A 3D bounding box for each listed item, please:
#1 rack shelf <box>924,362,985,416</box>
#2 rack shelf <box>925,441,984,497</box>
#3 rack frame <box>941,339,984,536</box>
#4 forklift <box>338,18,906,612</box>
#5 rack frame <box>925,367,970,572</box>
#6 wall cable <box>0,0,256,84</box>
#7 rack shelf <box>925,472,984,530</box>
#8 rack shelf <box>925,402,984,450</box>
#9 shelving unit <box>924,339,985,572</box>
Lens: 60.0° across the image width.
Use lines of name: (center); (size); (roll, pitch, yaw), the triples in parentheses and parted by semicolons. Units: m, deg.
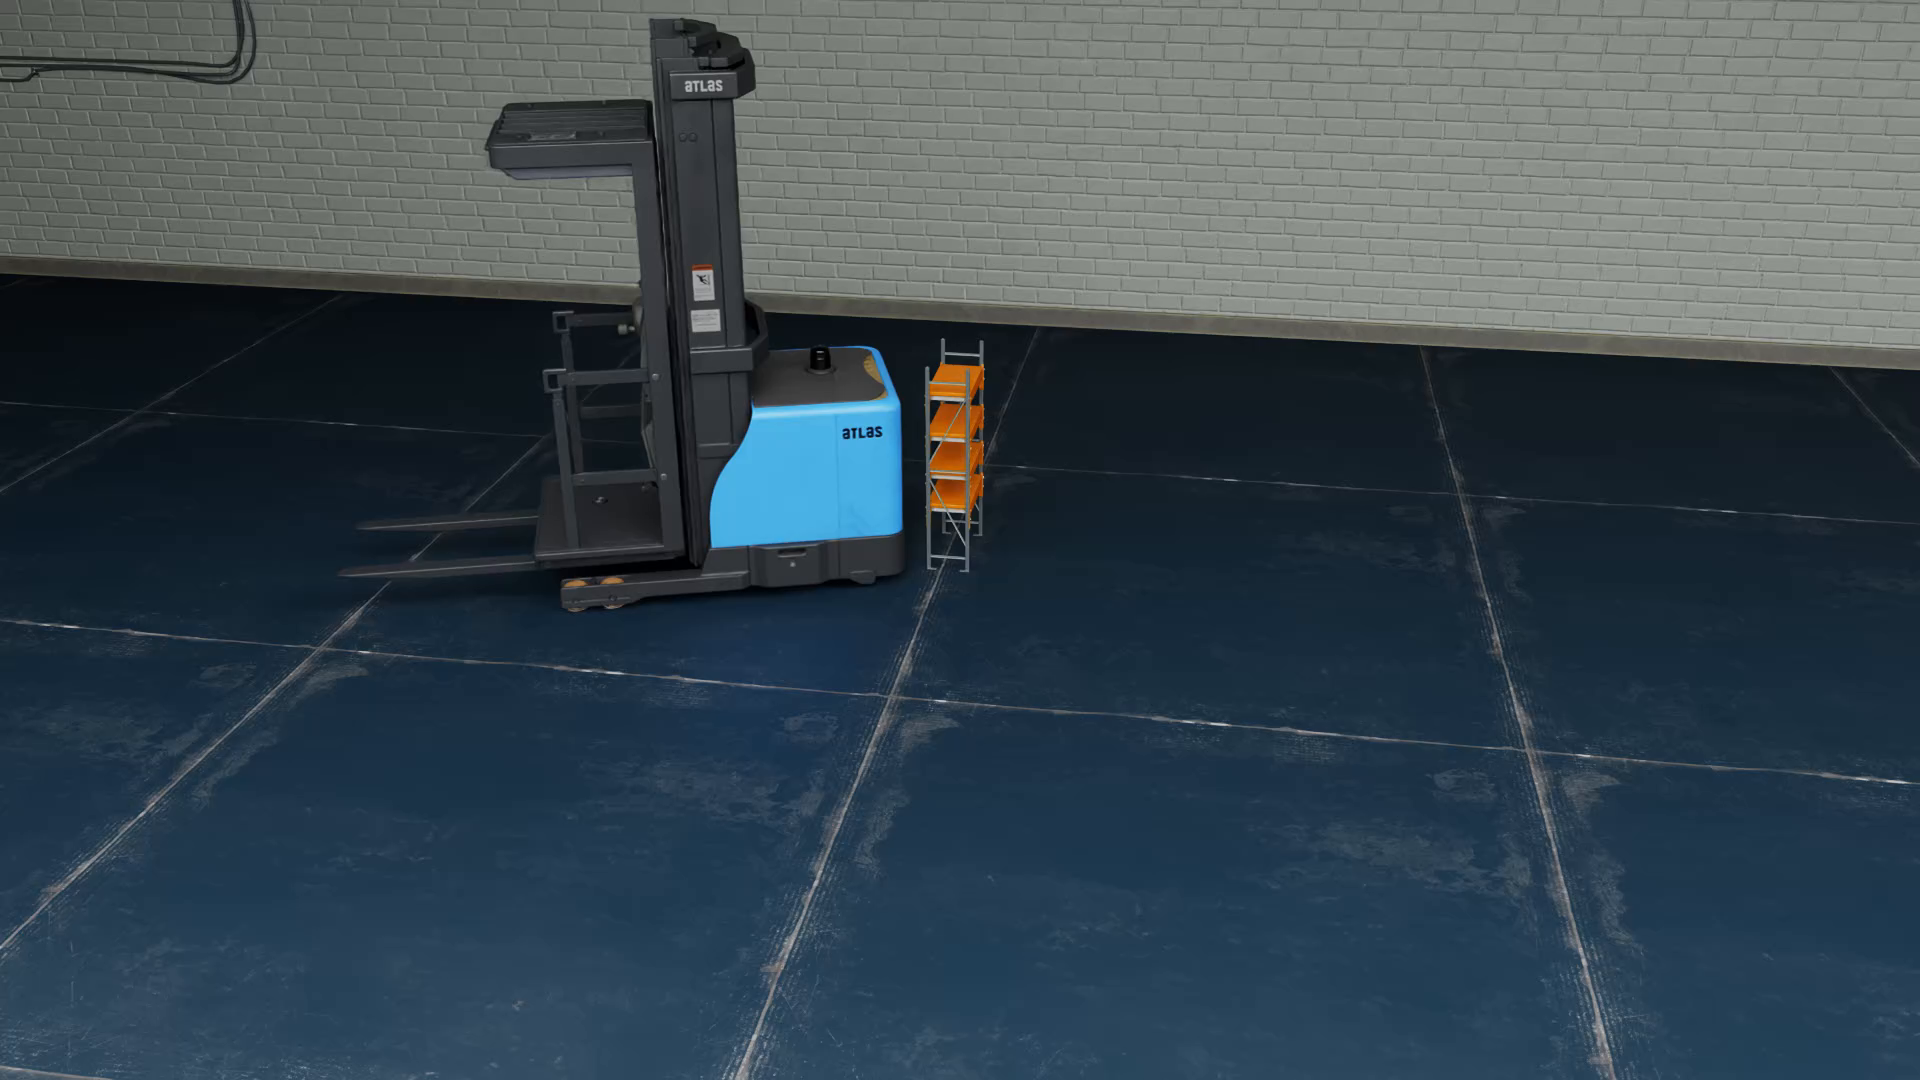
rack shelf: (-0.027, -0.830, 9.181); (0.258, 0.148, 0.480); (4, 25, 9)
rack shelf: (-0.027, -0.413, 9.376); (0.258, 0.148, 0.480); (4, 25, 9)
rack frame: (0.013, -0.576, 9.566); (0.240, 1.200, 0.015); (4, 25, 9)
forklift: (-1.867, -1.185, 8.824); (3.031, 2.935, 1.130); (-4, 25, -9)
rack frame: (-0.067, -0.372, 9.130); (0.240, 1.200, 0.015); (4, 25, 9)
wall cable: (-7.254, -4.945, 13.362); (3.097, 2.526, 0.112); (4, 25, 9)
rack shelf: (-0.027, -0.233, 9.460); (0.258, 0.148, 0.480); (4, 25, 9)
rack shelf: (-0.027, -0.616, 9.281); (0.258, 0.148, 0.480); (4, 25, 9)
shelving unit: (-0.027, -0.474, 9.348); (0.258, 1.200, 0.503); (4, 25, 9)
